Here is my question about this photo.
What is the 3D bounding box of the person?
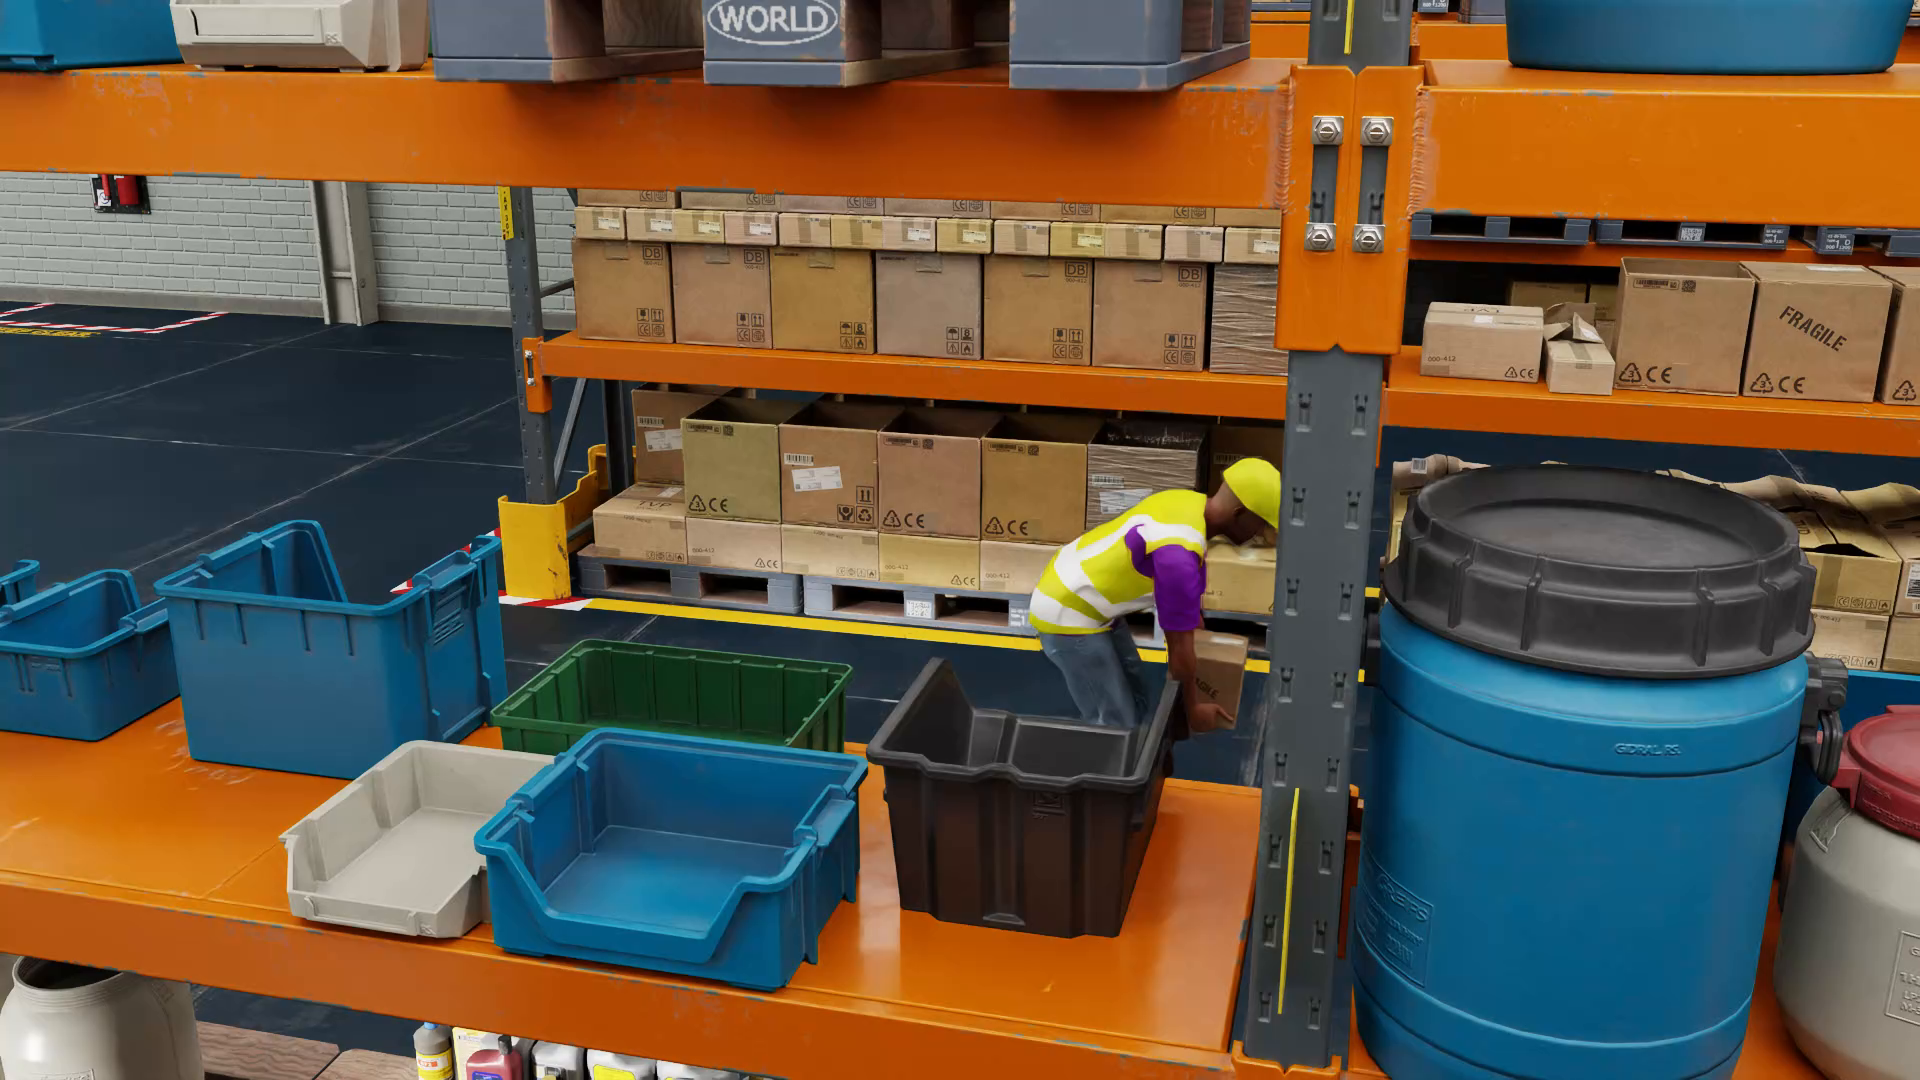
[{"bbox_3d":[0.674,0.399,5.798,0.857,1.453,0.488,4,19,12],"label":"person"}]
